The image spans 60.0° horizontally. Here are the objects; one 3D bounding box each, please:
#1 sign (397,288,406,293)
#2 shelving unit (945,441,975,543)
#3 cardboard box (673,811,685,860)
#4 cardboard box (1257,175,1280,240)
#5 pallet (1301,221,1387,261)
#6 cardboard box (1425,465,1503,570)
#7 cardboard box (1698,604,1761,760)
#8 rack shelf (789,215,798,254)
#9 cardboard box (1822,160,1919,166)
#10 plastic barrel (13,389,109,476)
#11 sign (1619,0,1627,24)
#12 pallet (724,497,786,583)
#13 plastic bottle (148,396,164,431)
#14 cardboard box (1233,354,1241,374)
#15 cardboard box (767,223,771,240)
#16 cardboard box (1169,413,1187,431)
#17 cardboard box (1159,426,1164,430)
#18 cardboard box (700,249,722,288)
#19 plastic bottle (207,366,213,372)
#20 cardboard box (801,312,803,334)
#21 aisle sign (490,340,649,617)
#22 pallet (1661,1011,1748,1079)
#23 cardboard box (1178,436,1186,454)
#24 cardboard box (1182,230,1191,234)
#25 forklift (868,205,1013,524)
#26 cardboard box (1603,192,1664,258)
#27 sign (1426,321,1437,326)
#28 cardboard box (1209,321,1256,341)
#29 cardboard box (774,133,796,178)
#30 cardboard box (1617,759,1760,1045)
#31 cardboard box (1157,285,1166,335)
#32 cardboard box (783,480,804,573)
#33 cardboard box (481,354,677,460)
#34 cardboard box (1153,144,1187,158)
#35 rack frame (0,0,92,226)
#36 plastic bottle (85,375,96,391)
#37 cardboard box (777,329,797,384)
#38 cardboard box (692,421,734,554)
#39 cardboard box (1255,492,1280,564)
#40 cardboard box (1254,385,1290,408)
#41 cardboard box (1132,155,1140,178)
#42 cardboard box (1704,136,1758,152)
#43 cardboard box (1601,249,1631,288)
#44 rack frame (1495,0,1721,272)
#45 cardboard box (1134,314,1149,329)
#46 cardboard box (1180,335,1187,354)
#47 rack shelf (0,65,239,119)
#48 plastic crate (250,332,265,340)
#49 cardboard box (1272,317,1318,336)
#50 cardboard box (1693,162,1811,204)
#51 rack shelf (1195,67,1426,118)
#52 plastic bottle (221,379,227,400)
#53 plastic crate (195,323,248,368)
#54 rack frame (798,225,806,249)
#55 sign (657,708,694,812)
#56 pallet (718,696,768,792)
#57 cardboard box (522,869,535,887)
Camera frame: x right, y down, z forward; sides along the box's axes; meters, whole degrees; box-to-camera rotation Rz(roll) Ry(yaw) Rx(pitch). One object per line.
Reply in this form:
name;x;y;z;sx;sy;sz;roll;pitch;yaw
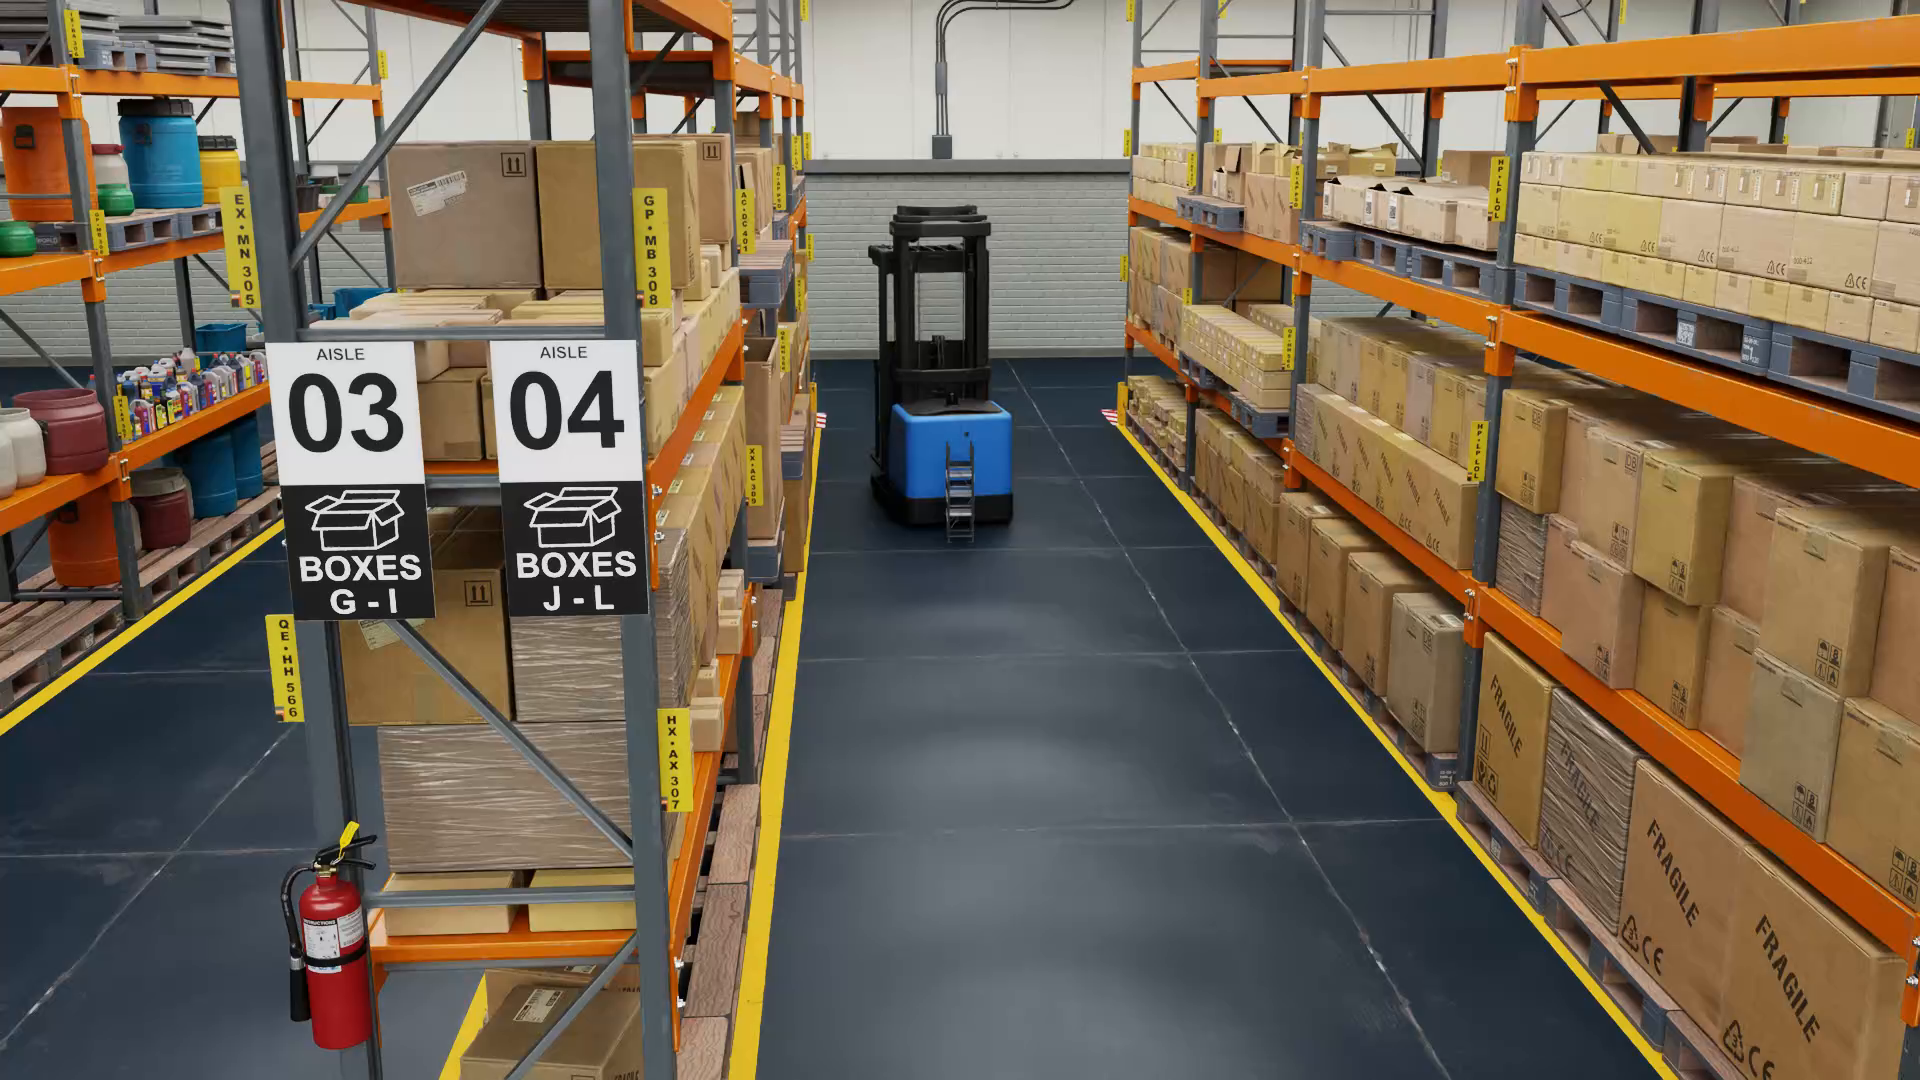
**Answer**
sign;-6.778;-2.911;20.216;0.100;0.325;0.005;-1;14;-3
shelving unit;0.000;-0.438;15.146;0.258;0.900;0.210;-1;14;-3
cardboard box;-1.167;1.006;5.826;0.380;0.149;0.250;-1;14;-3
cardboard box;2.737;-2.721;13.585;0.500;0.500;0.500;-1;14;-3
pallet;3.163;-2.160;11.983;1.213;0.211;1.003;0;14;-1
cardboard box;3.019;-0.137;9.562;0.500;0.500;0.500;-1;14;-4
cardboard box;3.532;0.590;6.636;0.875;0.550;0.550;-1;14;-3
rack shelf;-2.010;-2.508;14.401;1.077;0.370;4.000;-1;14;-3
cardboard box;3.753;-1.468;6.777;0.380;0.149;0.250;-1;14;-3
plastic barrel;-6.499;-0.785;12.008;0.600;0.536;0.708;-1;14;-3
sign;8.051;-6.450;20.225;0.100;0.325;0.005;-1;14;-3
pallet;-1.541;-0.011;9.657;1.003;0.211;1.213;-1;14;-3
plastic bottle;-6.526;-1.035;13.487;0.061;0.283;0.133;-1;14;-3
cardboard box;2.533;-1.493;14.098;0.380;0.149;0.250;-1;14;-3
cardboard box;-1.568;-2.049;11.473;0.500;0.250;0.500;-1;14;-4
cardboard box;2.463;-1.272;17.860;0.380;0.149;0.250;-1;14;-4
cardboard box;2.445;-1.191;18.737;0.380;0.149;0.250;-1;14;-2
cardboard box;-1.260;-1.211;7.418;0.380;0.149;0.250;-1;14;-5
plastic bottle;-6.800;-1.446;15.110;0.097;0.271;0.097;0;14;0
cardboard box;-1.966;-2.346;18.051;0.500;0.250;0.500;-1;14;-2
aisle sign;-1.088;-0.165;4.654;0.394;0.787;0.004;-1;14;-3
pallet;3.438;2.185;6.335;1.003;0.211;1.213;-1;14;-3
cardboard box;2.486;-0.993;17.370;0.380;0.149;0.250;-1;14;-2
cardboard box;2.882;-3.388;19.594;0.500;0.500;0.500;-1;14;-5
forklift;-0.308;-1.892;16.723;1.130;2.935;3.031;-3;15;-12
cardboard box;3.133;-1.362;7.164;0.500;0.250;0.500;-1;14;-4
sign;3.624;-1.528;12.844;0.100;0.325;0.005;-1;14;-3
cardboard box;2.469;-1.896;15.065;0.380;0.149;0.250;0;14;-1
cardboard box;-2.296;-4.520;19.535;0.700;0.500;0.500;-2;15;-7
cardboard box;3.401;1.471;6.934;0.875;0.875;0.875;-1;14;-4
cardboard box;2.450;-2.514;18.202;0.500;0.500;0.500;-1;14;-4
cardboard box;-1.909;-0.253;13.633;1.225;0.875;0.875;-2;15;-6
cardboard box;-1.163;-0.420;5.146;0.500;0.250;0.500;0;14;-2
cardboard box;2.366;-4.356;18.639;0.380;0.149;0.250;0;14;-2
rack frame;-6.830;-3.735;11.708;1.000;3.000;0.127;-1;14;-3
plastic bottle;-7.320;-1.224;14.088;0.144;0.351;0.185;-1;14;-3
cardboard box;-1.809;-1.714;15.692;0.500;0.500;0.500;0;14;-2
cardboard box;-1.274;-0.232;7.327;0.500;0.500;0.500;-1;14;-3
cardboard box;2.768;-0.110;13.832;0.500;0.500;0.500;-1;14;-4
cardboard box;2.581;-1.155;13.380;0.380;0.149;0.250;-1;14;-3
cardboard box;2.343;-4.454;19.818;0.500;0.250;0.500;-1;14;-3
cardboard box;7.930;-3.956;17.343;0.500;0.500;0.500;-1;14;-2
cardboard box;3.066;-1.197;7.323;0.380;0.149;0.250;-1;14;-4
rack frame;3.318;-2.868;8.338;1.000;3.000;0.127;-1;14;-3
cardboard box;2.288;-2.610;19.877;0.380;0.149;0.250;-1;14;-5
cardboard box;2.388;-1.929;16.389;0.380;0.149;0.250;-2;15;-6
rack shelf;-6.954;-3.690;13.780;1.077;0.370;4.000;-1;14;-3
plastic crate;-7.486;-2.154;18.012;0.293;0.136;0.466;-1;14;-3
cardboard box;3.102;-1.968;15.346;0.380;0.149;0.250;-1;14;-5
cardboard box;3.112;-1.395;6.492;0.380;0.149;0.250;-1;14;-3
rack shelf;2.946;-3.818;14.277;1.077;0.370;4.000;-1;14;-3
plastic bottle;-6.634;-1.357;14.904;0.097;0.201;0.097;0;14;0
plastic crate;-7.447;-1.957;16.747;0.392;0.384;0.575;-1;14;-3
rack frame;-2.382;-2.896;20.485;1.000;3.000;0.127;-1;14;-3
sign;-0.849;0.656;4.944;0.100;0.325;0.005;-1;14;-3
pallet;-1.688;1.245;9.986;1.003;0.211;1.213;-1;14;-3
cardboard box;-1.629;1.075;5.556;0.380;0.149;0.250;-1;14;-3
